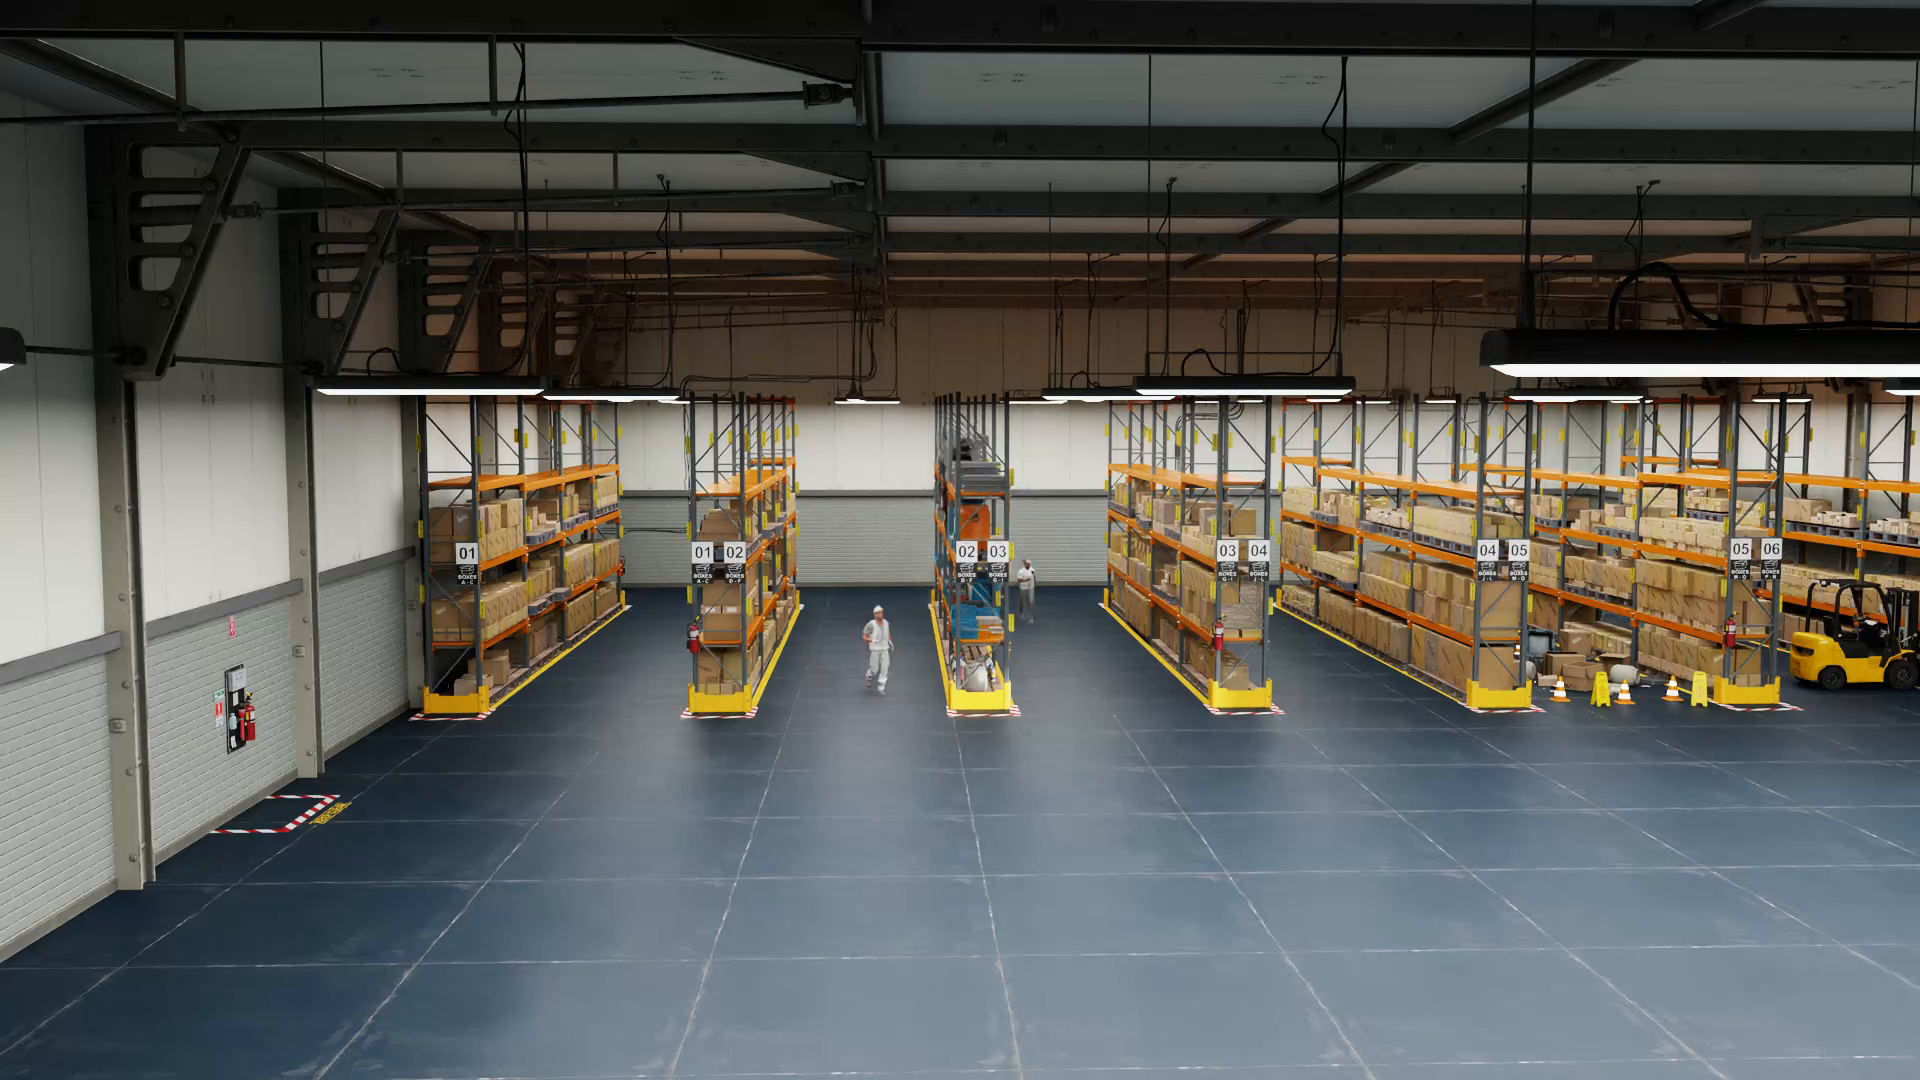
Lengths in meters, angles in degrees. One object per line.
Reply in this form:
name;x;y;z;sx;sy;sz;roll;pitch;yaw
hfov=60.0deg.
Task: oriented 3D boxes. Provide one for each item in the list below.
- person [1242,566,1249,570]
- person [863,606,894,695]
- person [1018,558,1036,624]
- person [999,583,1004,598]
person;7.705;1.273;44.832;0.571;1.649;0.950;-1;5;-11
person;-1.639;2.191;33.109;0.658;1.758;0.790;-2;5;-27
person;1.753;1.325;44.163;0.532;1.711;0.901;-1;5;-14
person;1.174;0.868;49.819;0.676;1.745;0.696;2;5;21
